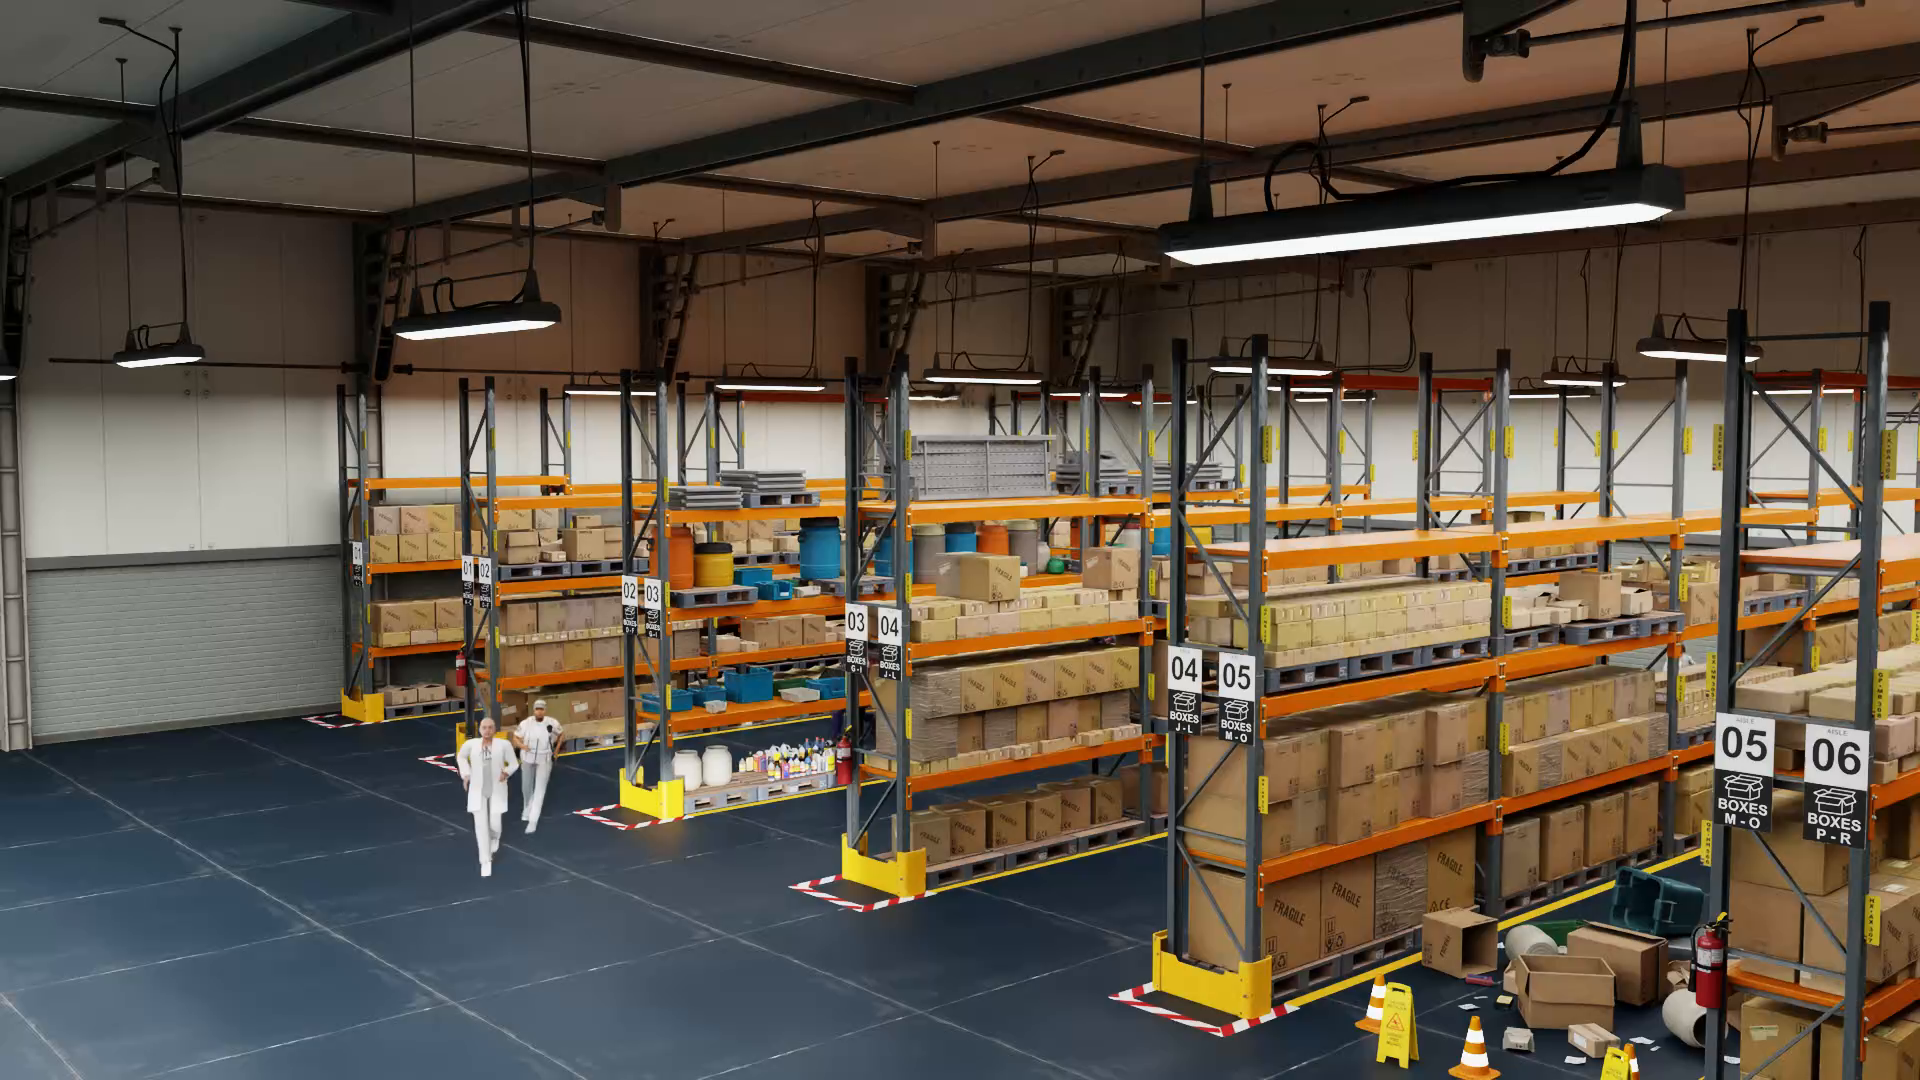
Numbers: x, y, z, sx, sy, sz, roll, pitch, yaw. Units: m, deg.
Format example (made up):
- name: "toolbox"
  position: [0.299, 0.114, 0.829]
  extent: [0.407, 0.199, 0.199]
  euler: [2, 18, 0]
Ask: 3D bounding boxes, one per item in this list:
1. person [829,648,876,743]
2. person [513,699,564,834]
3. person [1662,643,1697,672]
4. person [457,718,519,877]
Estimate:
- name: "person"
  position: [-1.758, 2.564, 27.374]
  extent: [1.074, 1.663, 0.574]
  euler: [-4, 5, -45]
- name: "person"
  position: [-5.499, 2.917, 21.696]
  extent: [0.637, 1.683, 0.850]
  euler: [0, 4, -7]
- name: "person"
  position: [12.325, 2.528, 28.473]
  extent: [0.565, 1.579, 0.831]
  euler: [2, 4, 26]
- name: "person"
  position: [-5.582, 2.988, 19.663]
  extent: [0.710, 1.787, 1.025]
  euler: [-1, 4, -15]
